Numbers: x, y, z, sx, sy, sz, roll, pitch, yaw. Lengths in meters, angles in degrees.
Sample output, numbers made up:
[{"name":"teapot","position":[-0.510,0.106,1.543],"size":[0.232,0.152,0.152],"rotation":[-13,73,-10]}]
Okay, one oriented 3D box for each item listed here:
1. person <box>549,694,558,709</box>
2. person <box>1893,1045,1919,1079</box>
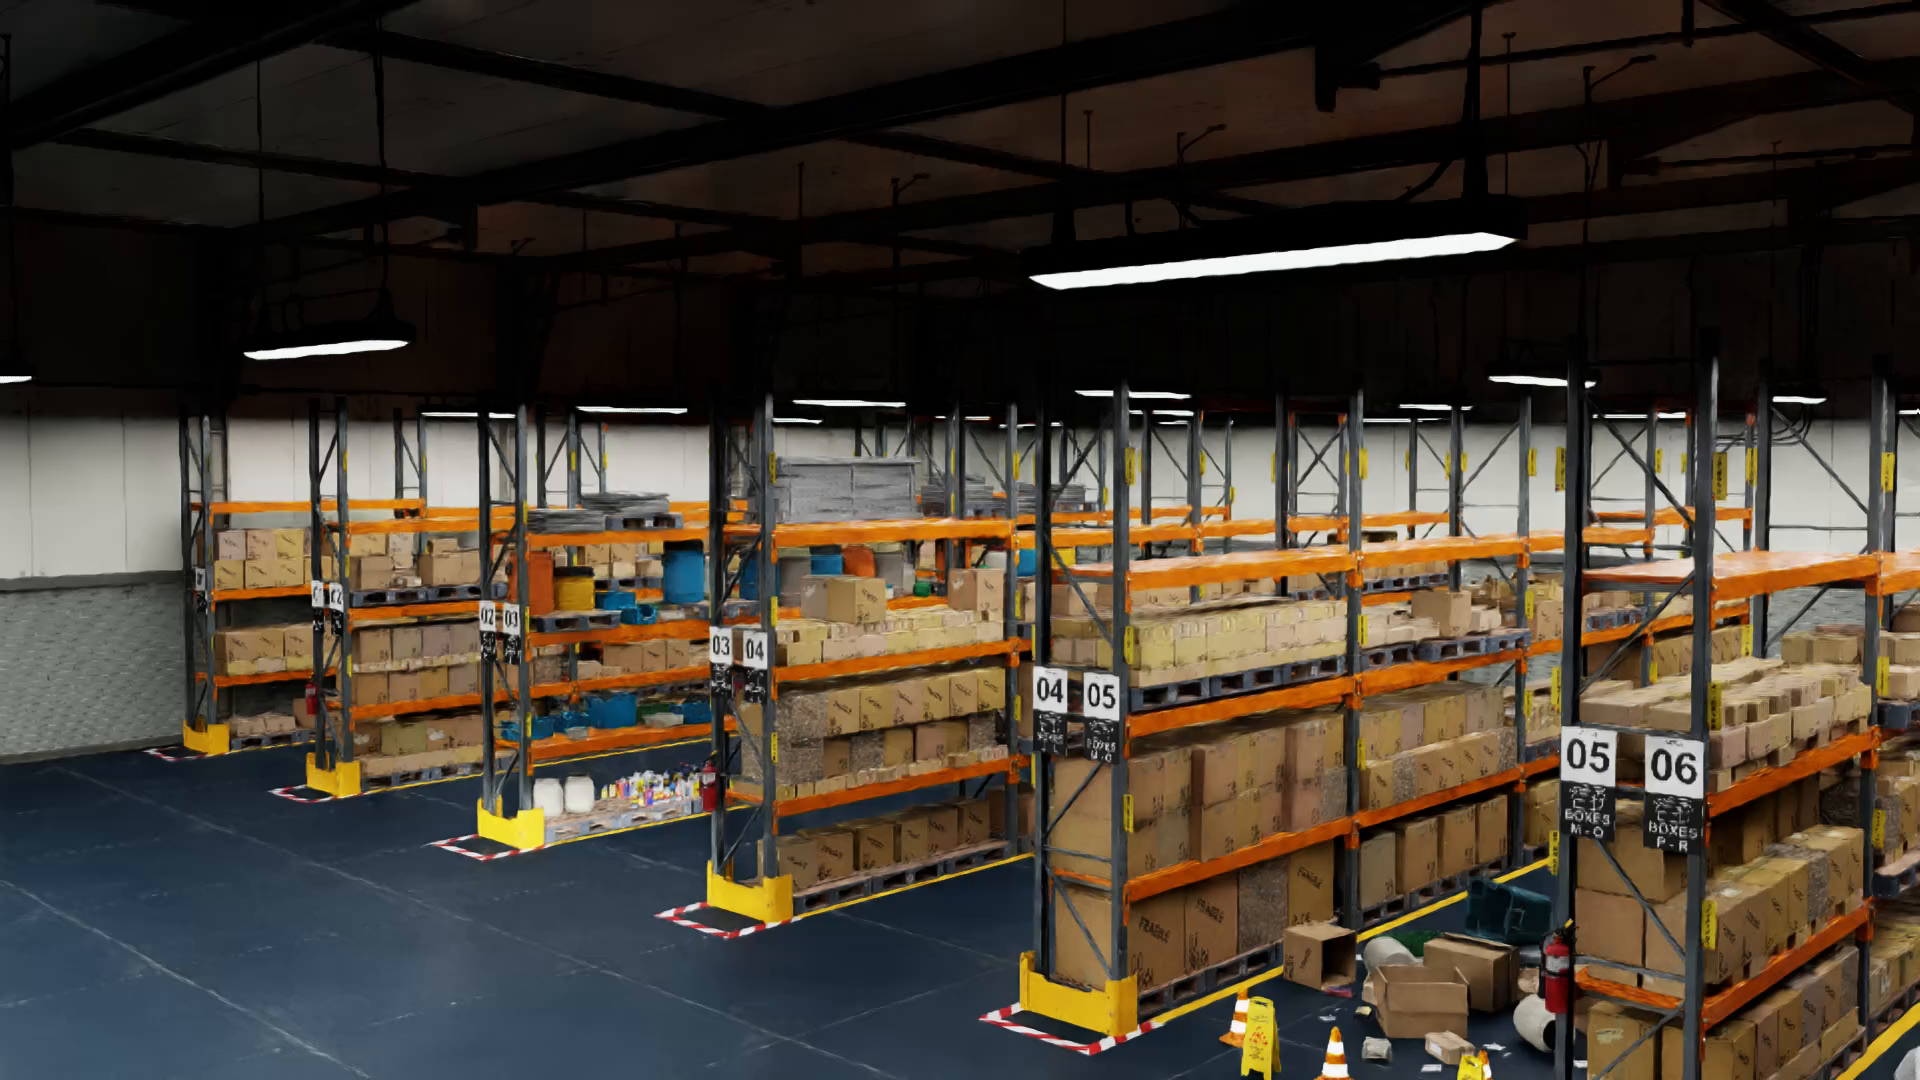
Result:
[{"name":"person","position":[-7.963,2.631,31.743],"size":[0.569,1.709,1.034],"rotation":[2,4,35]},{"name":"person","position":[6.139,3.759,10.296],"size":[0.702,1.735,0.549],"rotation":[3,4,41]}]
